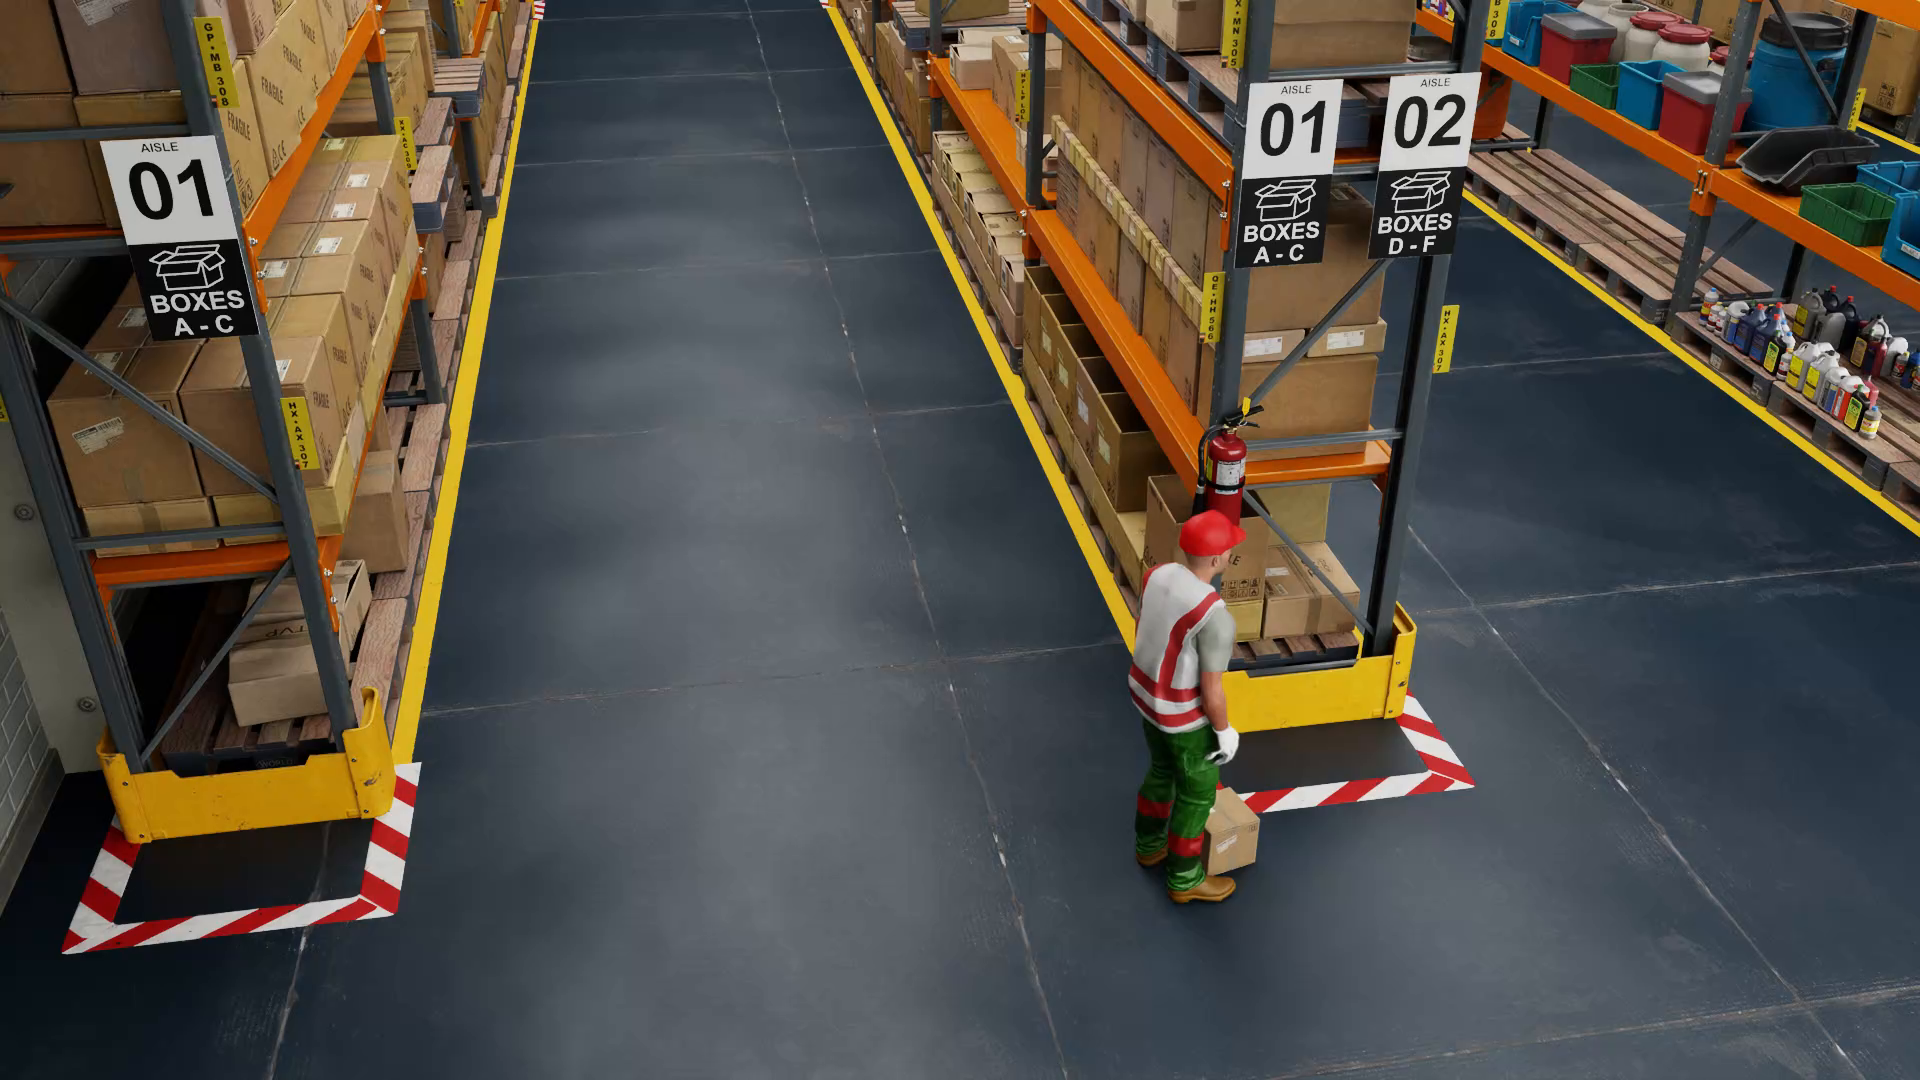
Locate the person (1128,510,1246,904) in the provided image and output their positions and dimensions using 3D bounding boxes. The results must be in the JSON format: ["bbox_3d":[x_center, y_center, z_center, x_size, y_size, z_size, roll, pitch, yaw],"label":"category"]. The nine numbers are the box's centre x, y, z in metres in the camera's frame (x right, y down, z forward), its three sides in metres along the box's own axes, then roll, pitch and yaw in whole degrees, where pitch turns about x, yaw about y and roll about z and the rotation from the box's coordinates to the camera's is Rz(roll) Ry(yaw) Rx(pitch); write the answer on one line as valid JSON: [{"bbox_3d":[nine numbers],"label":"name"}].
[{"bbox_3d":[0.943,0.685,6.956,0.446,1.780,0.620,-14,33,-22],"label":"person"}]
